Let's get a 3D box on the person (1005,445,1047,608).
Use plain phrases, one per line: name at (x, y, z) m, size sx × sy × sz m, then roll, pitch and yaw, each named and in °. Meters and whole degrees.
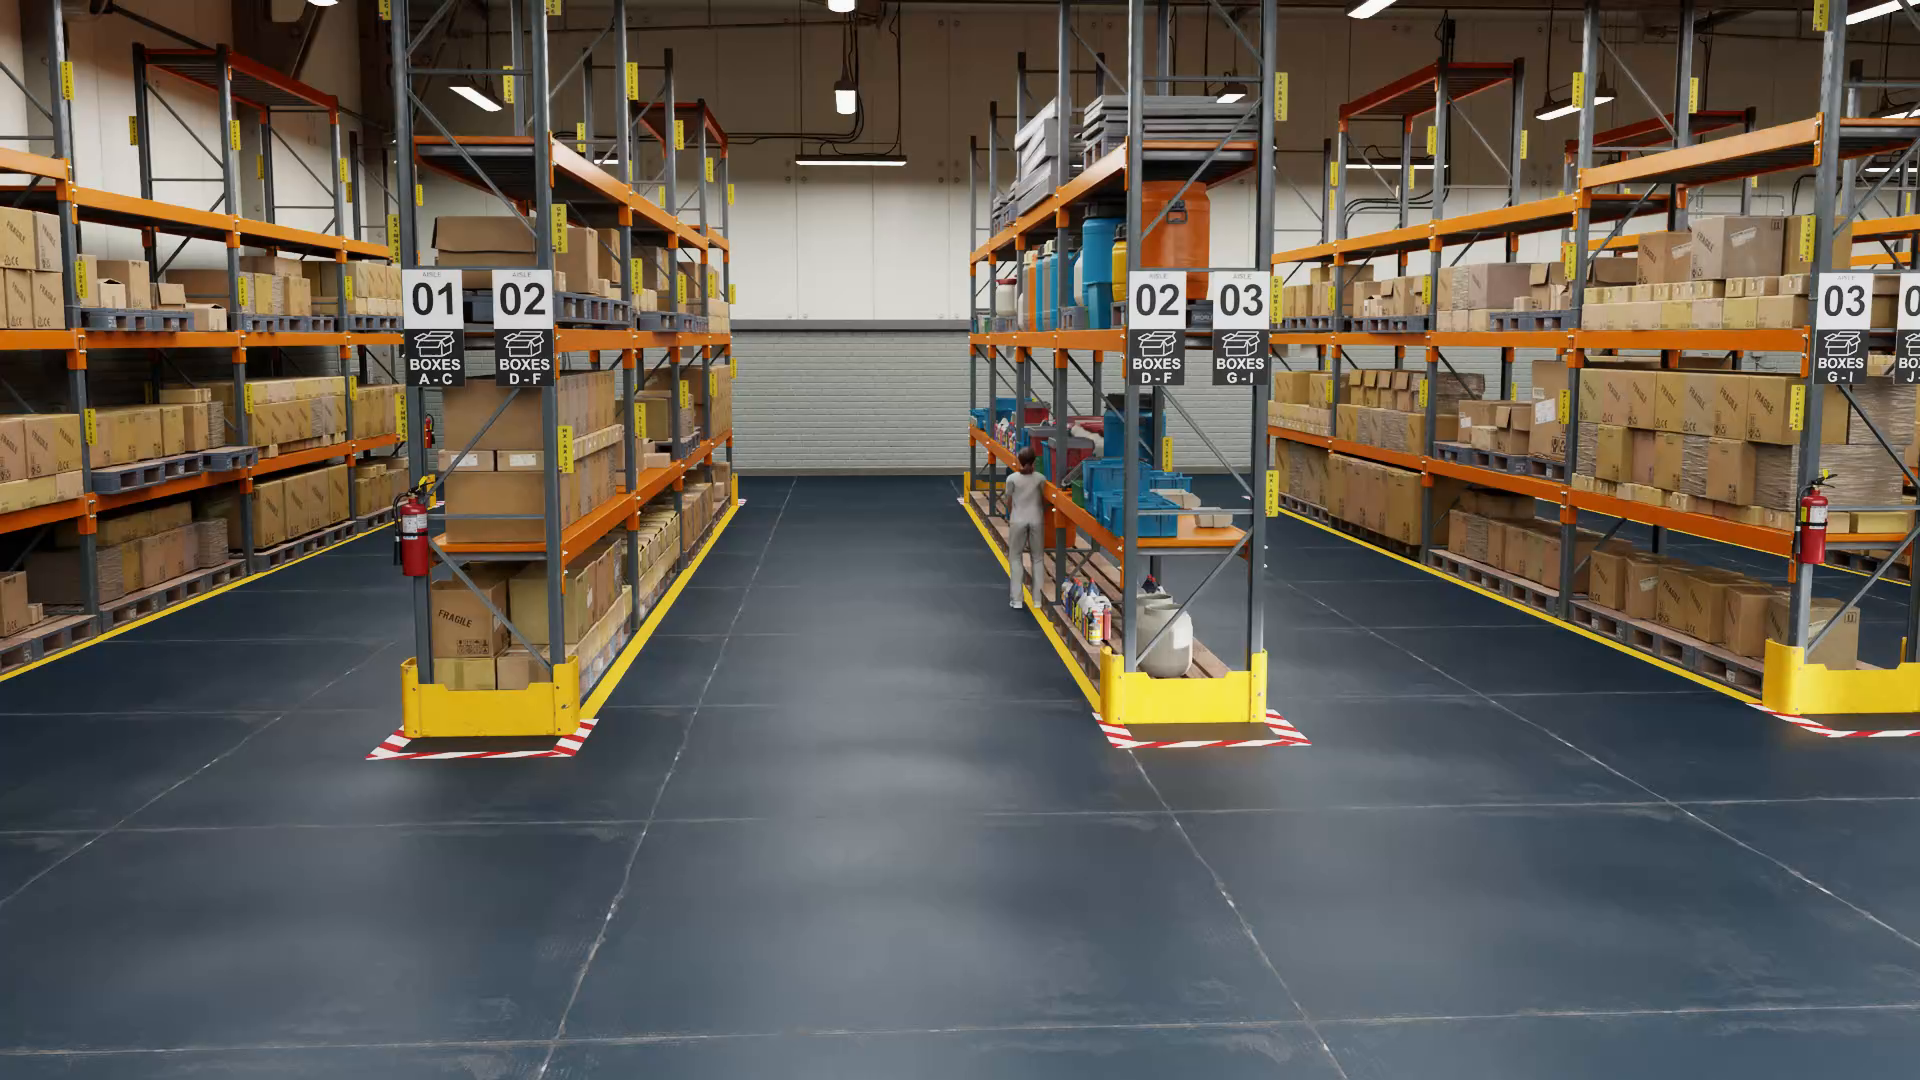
person at (0.672, -0.142, 16.977) m, size 0.438 × 1.661 × 0.553 m, roll 0°, pitch 7°, yaw -3°
